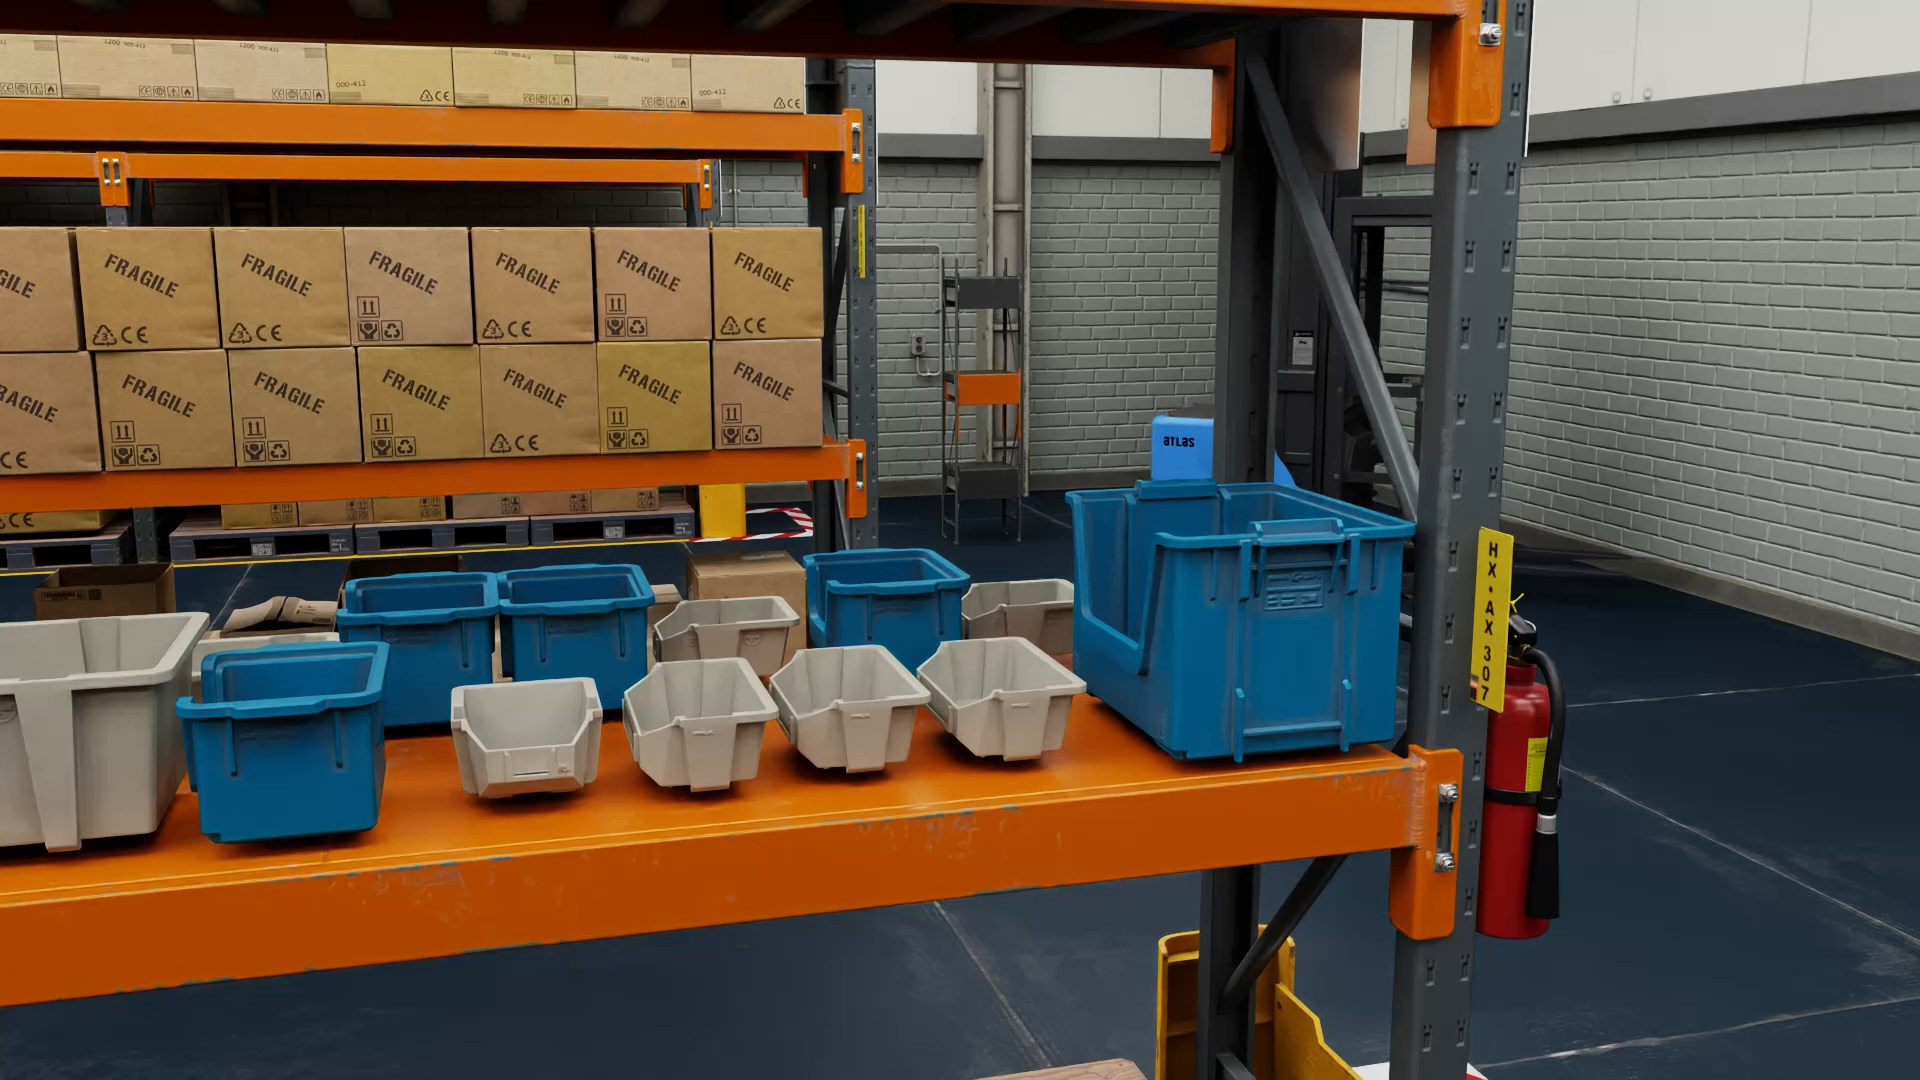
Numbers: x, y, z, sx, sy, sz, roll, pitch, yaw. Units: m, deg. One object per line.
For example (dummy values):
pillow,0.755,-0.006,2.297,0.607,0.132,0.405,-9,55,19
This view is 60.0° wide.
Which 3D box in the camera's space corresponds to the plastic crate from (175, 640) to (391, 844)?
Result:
plastic crate,-1.103,0.331,2.758,0.300,0.233,0.416,-3,11,-16

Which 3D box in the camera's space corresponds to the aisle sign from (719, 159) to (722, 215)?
aisle sign,-1.819,-2.822,12.411,0.004,0.787,0.394,-3,11,-16

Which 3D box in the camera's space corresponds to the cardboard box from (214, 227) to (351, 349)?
cardboard box,-2.904,-1.097,7.181,0.500,0.500,0.500,-3,11,-18

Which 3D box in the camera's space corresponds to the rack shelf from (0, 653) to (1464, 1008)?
rack shelf,-1.123,0.585,3.071,4.000,0.370,1.077,-3,11,-16

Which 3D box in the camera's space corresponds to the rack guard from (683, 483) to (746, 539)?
rack guard,-1.949,-0.364,13.143,0.348,0.500,1.175,-3,11,-16

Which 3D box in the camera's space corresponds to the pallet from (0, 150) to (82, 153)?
pallet,-6.679,-2.716,11.258,1.217,0.209,0.805,-3,11,-18

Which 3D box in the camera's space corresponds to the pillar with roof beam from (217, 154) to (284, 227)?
pillar with roof beam,-4.179,-3.778,8.212,0.400,9.000,9.100,-3,11,-16

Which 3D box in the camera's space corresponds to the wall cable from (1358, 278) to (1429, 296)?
wall cable,3.558,-3.240,13.865,0.112,2.526,3.097,-3,11,-16

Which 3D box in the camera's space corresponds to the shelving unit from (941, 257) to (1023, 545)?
shelving unit,0.159,-1.041,12.402,0.503,2.100,0.431,-3,11,-16

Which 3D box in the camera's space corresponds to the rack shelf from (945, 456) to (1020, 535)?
rack shelf,0.159,-0.339,12.531,0.480,0.518,0.431,-3,11,-16

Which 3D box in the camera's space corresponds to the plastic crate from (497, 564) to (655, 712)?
plastic crate,-0.796,0.205,3.446,0.300,0.233,0.416,-3,11,-16

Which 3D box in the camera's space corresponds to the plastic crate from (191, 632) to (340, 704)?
plastic crate,-1.456,0.292,3.237,0.466,0.136,0.293,-3,11,-16

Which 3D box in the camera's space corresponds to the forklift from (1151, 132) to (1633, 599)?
forklift,2.830,-1.175,10.836,3.031,2.935,1.130,5,11,24

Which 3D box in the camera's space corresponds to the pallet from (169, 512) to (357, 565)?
pallet,-5.061,-0.043,12.198,1.213,0.211,1.003,-3,11,-16

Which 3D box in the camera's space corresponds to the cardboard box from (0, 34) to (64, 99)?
cardboard box,-3.888,-1.912,6.776,0.500,0.250,0.500,-3,11,-16

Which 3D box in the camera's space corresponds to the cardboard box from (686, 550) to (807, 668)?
cardboard box,-1.037,0.352,8.038,0.500,0.500,0.500,-3,11,-16

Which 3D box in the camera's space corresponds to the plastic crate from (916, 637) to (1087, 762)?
plastic crate,0.065,0.303,3.179,0.243,0.136,0.396,-3,11,-16

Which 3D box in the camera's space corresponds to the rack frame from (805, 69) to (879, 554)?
rack frame,-0.584,-0.731,8.234,0.127,3.000,1.000,-3,11,-16

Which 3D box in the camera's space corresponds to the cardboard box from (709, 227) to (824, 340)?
cardboard box,-0.934,-1.202,7.752,0.500,0.500,0.500,-3,11,-16

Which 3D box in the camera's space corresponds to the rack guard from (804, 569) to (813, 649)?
rack guard,-0.657,0.502,8.439,0.348,0.500,1.175,-3,11,-16

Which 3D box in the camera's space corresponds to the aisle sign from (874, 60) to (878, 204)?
aisle sign,-0.433,-1.960,7.728,0.004,0.787,0.394,-3,11,-16

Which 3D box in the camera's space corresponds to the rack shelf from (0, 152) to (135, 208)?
rack shelf,-7.733,-2.410,11.054,4.000,0.370,1.077,-3,11,-16

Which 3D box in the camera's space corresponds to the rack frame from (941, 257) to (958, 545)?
rack frame,-0.075,-1.029,12.335,0.015,2.100,0.400,-3,11,-16

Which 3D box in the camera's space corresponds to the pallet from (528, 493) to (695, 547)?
pallet,-2.718,-0.167,12.869,1.213,0.211,1.003,-3,11,-16

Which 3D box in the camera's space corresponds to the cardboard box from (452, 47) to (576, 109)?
cardboard box,-1.963,-2.010,7.309,0.500,0.250,0.500,-3,11,-16

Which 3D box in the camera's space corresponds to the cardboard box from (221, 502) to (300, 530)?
cardboard box,-5.066,-0.387,12.108,0.500,0.500,0.700,-3,11,-15

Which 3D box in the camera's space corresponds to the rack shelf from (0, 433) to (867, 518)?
rack shelf,-2.504,-0.276,7.749,4.000,0.370,1.077,-3,11,-16

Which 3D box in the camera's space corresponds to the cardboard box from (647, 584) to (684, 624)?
cardboard box,-1.665,0.408,8.424,0.500,0.250,0.500,-3,11,-16

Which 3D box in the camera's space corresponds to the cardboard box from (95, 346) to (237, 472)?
cardboard box,-3.368,-0.583,7.152,0.500,0.500,0.500,-3,11,-15

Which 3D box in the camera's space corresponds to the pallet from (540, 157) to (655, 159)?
pallet,-2.681,-2.984,12.433,1.213,0.211,1.003,-3,11,-16

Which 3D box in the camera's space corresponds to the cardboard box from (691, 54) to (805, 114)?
cardboard box,-1.003,-2.061,7.585,0.500,0.250,0.500,-3,11,-16

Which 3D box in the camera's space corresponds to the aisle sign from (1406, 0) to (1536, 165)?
aisle sign,0.948,-1.101,3.063,0.004,0.787,0.394,-3,11,-16

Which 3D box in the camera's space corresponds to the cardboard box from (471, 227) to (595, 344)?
cardboard box,-1.916,-1.149,7.465,0.500,0.500,0.500,-3,11,-14

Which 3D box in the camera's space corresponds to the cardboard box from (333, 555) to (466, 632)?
cardboard box,-2.622,0.387,7.842,0.637,0.503,0.797,-3,11,-16

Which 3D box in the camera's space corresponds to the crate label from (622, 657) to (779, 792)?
crate label,-0.478,0.333,3.013,0.243,0.136,0.396,-3,11,-16

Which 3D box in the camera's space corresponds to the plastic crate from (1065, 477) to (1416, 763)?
plastic crate,0.528,0.133,3.278,0.499,0.435,0.616,-3,11,-16

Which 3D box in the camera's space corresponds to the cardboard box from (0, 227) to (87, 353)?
cardboard box,-3.893,-1.045,6.898,0.500,0.500,0.500,-3,11,-14

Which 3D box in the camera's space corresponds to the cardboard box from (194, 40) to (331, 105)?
cardboard box,-2.927,-1.961,7.046,0.500,0.250,0.500,-3,11,-16

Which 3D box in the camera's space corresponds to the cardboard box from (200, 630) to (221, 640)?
cardboard box,-3.613,0.549,7.937,0.250,0.149,0.380,-3,11,-16

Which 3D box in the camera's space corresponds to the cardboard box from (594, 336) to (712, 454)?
cardboard box,-1.435,-0.684,7.698,0.500,0.500,0.500,-3,11,-15

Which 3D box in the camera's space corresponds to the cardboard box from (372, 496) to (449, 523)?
cardboard box,-4.089,-0.437,12.382,0.500,0.500,0.700,-3,11,-15

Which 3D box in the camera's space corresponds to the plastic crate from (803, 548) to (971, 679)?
plastic crate,-0.164,0.171,3.627,0.300,0.233,0.416,-3,11,-16

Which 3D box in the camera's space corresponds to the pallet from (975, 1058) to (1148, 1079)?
pallet,-0.006,1.536,3.618,1.213,0.211,1.003,-3,11,-16

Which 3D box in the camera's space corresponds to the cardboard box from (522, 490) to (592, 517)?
cardboard box,-3.097,-0.491,12.674,0.500,0.500,0.700,-3,11,-16

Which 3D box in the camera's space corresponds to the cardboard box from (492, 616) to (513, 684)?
cardboard box,-1.958,0.518,7.828,0.500,0.250,0.500,-3,11,-16

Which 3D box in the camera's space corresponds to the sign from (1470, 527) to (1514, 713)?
sign,0.966,0.145,3.025,0.005,0.325,0.100,-3,11,-16

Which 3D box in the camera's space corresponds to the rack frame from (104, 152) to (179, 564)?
rack frame,-5.813,-1.390,11.811,0.127,3.000,1.000,-3,11,-16

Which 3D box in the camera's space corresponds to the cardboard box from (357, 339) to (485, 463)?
cardboard box,-2.399,-0.634,7.428,0.500,0.500,0.500,-3,11,-17
